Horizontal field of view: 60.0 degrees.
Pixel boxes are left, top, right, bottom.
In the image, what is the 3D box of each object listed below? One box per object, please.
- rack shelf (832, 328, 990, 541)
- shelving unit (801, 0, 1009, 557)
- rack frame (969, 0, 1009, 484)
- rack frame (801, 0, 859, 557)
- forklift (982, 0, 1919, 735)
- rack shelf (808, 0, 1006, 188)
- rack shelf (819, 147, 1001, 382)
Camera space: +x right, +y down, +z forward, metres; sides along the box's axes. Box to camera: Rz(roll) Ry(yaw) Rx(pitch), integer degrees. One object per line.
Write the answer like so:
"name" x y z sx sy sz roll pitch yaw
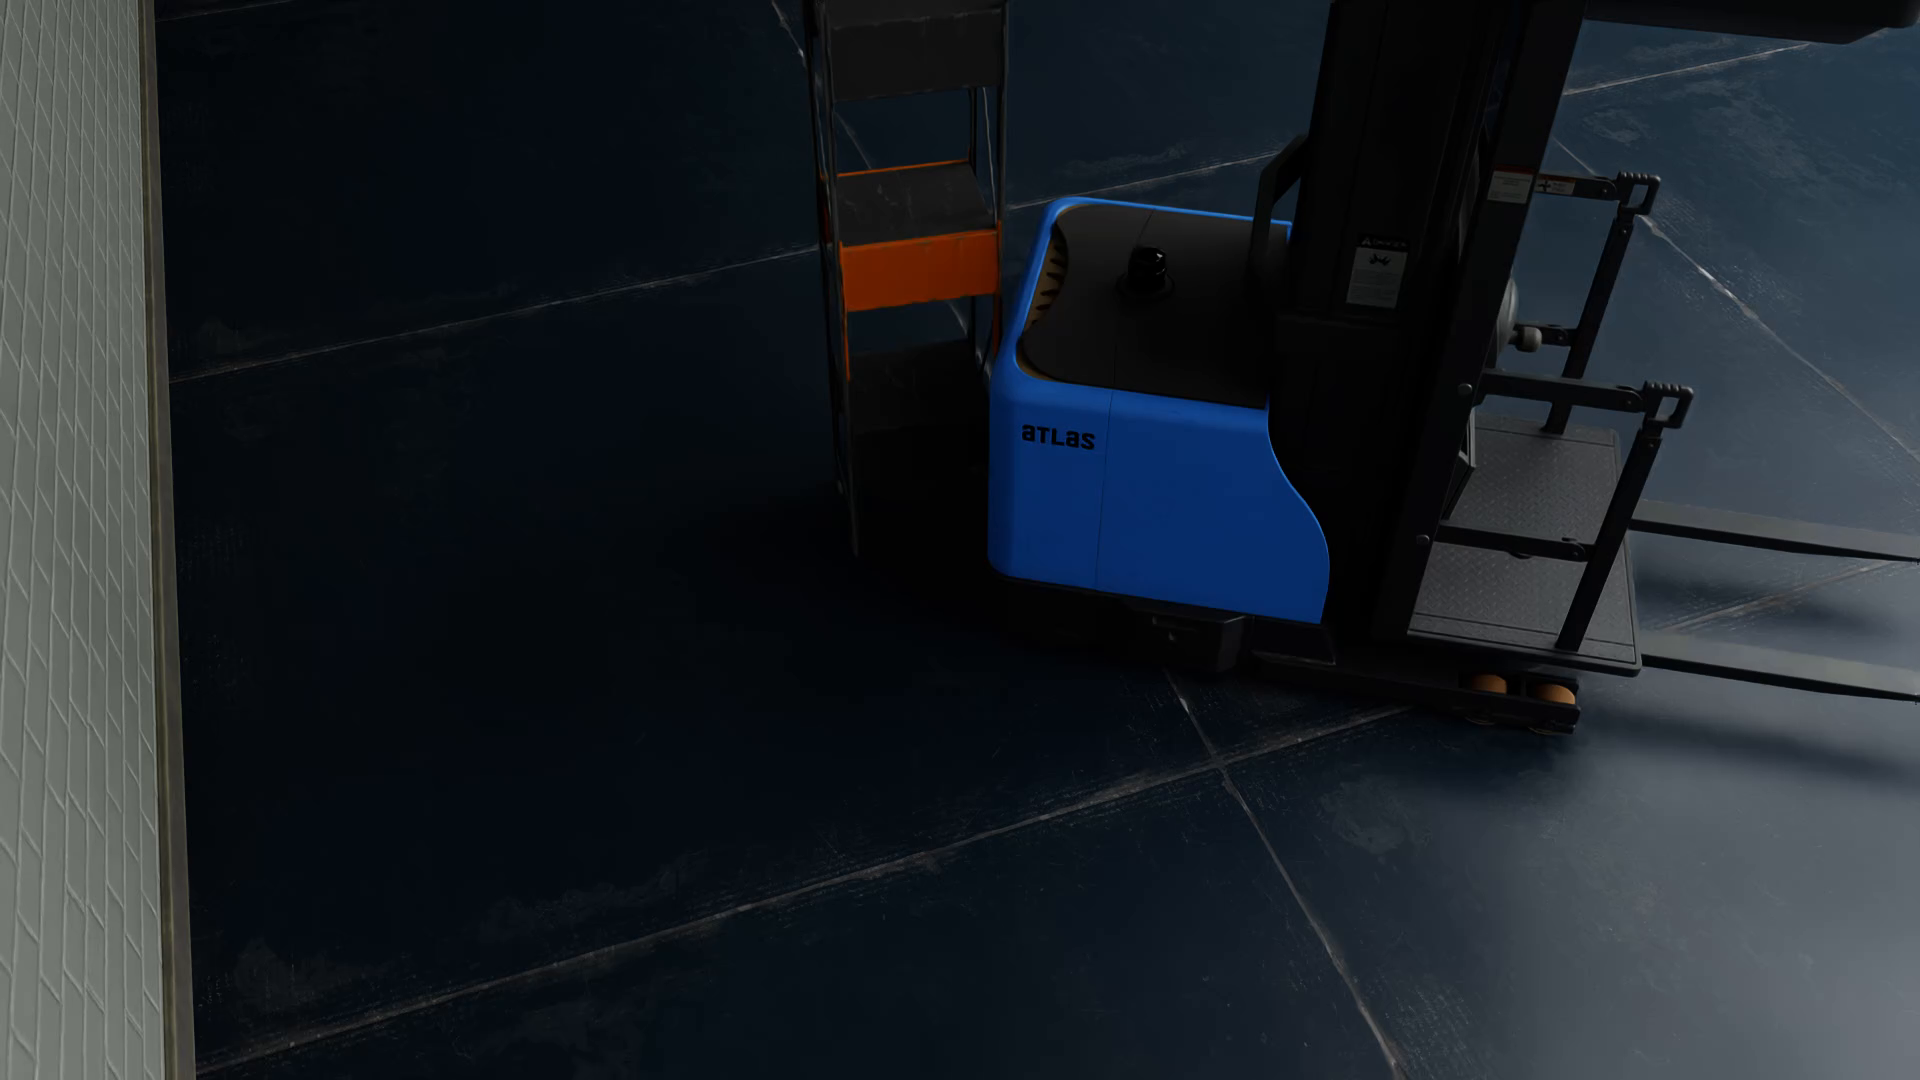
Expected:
"rack shelf" -0.158 -0.356 5.630 0.480 0.518 0.431 -9 46 -9
"shelving unit" -0.158 -0.860 5.125 0.503 2.100 0.431 -9 46 -9
"rack frame" 0.080 -0.897 5.162 0.015 2.100 0.400 -9 46 -9
"rack frame" -0.396 -0.823 5.088 0.015 2.100 0.400 -9 46 -9
"forklift" 1.643 -0.846 4.524 3.031 2.935 1.130 8 46 8
"rack shelf" -0.158 -1.345 4.639 0.480 0.518 0.431 -9 46 -9
"rack shelf" -0.158 -0.851 5.135 0.480 0.518 0.431 -9 46 -9
